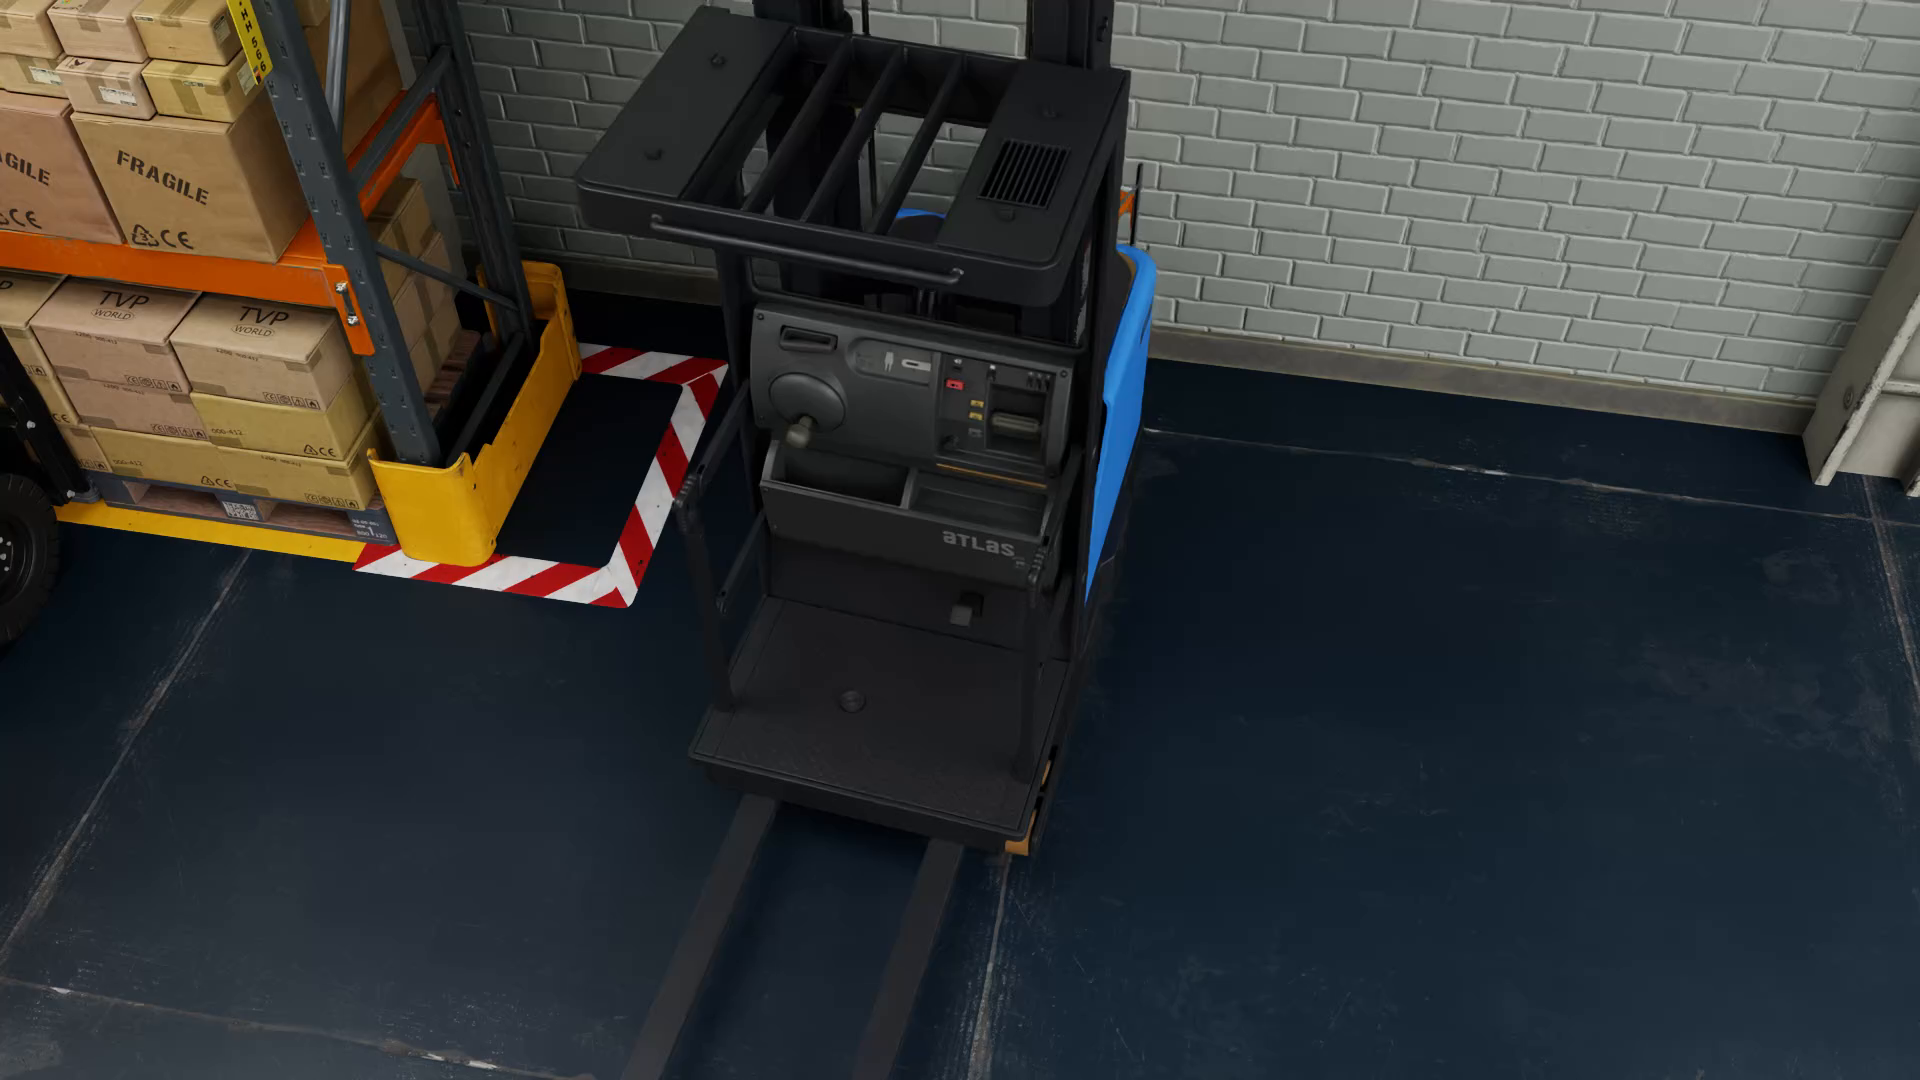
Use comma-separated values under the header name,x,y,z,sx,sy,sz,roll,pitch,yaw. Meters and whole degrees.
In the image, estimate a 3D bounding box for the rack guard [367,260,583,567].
name,x,y,z,sx,sy,sz,roll,pitch,yaw
rack guard,-1.825,-0.510,6.372,0.348,0.500,1.175,8,49,7

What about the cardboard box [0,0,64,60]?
name,x,y,z,sx,sy,sz,roll,pitch,yaw
cardboard box,-2.750,-1.616,4.982,0.250,0.149,0.380,9,49,8

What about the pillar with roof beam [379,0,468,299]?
name,x,y,z,sx,sy,sz,roll,pitch,yaw
pillar with roof beam,-3.140,-0.954,1.058,0.400,9.000,9.100,8,49,7

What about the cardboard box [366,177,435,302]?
name,x,y,z,sx,sy,sz,roll,pitch,yaw
cardboard box,-2.288,-1.106,6.121,0.500,0.250,0.500,7,48,6

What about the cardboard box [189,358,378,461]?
name,x,y,z,sx,sy,sz,roll,pitch,yaw
cardboard box,-2.384,-0.572,5.978,0.500,0.250,0.500,7,48,6

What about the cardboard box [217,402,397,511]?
name,x,y,z,sx,sy,sz,roll,pitch,yaw
cardboard box,-2.368,-0.401,6.160,0.500,0.250,0.500,8,49,7

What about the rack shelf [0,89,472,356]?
name,x,y,z,sx,sy,sz,roll,pitch,yaw
rack shelf,-3.817,-1.372,5.950,4.000,0.370,1.077,8,49,7

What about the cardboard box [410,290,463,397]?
name,x,y,z,sx,sy,sz,roll,pitch,yaw
cardboard box,-2.298,-0.778,6.499,0.500,0.250,0.500,8,49,7

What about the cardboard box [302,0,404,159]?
name,x,y,z,sx,sy,sz,roll,pitch,yaw
cardboard box,-2.287,-1.651,5.649,0.500,0.500,0.500,9,49,8

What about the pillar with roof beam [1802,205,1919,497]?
name,x,y,z,sx,sy,sz,roll,pitch,yaw
pillar with roof beam,2.765,-0.160,0.344,0.400,9.000,9.100,8,49,7

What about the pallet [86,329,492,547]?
name,x,y,z,sx,sy,sz,roll,pitch,yaw
pallet,-2.609,-0.487,6.546,1.213,0.211,1.003,8,49,7

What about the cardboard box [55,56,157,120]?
name,x,y,z,sx,sy,sz,roll,pitch,yaw
cardboard box,-2.497,-1.451,5.034,0.250,0.149,0.380,8,49,7

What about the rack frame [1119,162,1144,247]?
name,x,y,z,sx,sy,sz,roll,pitch,yaw
rack frame,0.573,-0.843,6.200,0.015,1.200,0.240,25,52,21

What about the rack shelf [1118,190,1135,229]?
name,x,y,z,sx,sy,sz,roll,pitch,yaw
rack shelf,0.367,-1.202,5.994,0.480,0.148,0.258,25,52,21

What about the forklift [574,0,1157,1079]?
name,x,y,z,sx,sy,sz,roll,pitch,yaw
forklift,-0.203,-0.302,4.551,1.130,2.935,3.031,12,49,10

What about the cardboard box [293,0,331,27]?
name,x,y,z,sx,sy,sz,roll,pitch,yaw
cardboard box,-2.137,-1.833,5.377,0.250,0.149,0.380,7,48,6

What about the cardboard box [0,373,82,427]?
name,x,y,z,sx,sy,sz,roll,pitch,yaw
cardboard box,-3.387,-0.700,6.092,0.500,0.250,0.500,7,48,6

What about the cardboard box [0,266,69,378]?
name,x,y,z,sx,sy,sz,roll,pitch,yaw
cardboard box,-3.360,-0.859,5.899,0.500,0.250,0.500,8,49,7

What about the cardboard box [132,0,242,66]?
name,x,y,z,sx,sy,sz,roll,pitch,yaw
cardboard box,-2.239,-1.591,4.960,0.250,0.149,0.380,8,49,7

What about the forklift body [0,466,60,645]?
name,x,y,z,sx,sy,sz,roll,pitch,yaw
forklift body,-4.040,0.020,4.786,1.214,2.155,2.313,8,49,7

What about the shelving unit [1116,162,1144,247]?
name,x,y,z,sx,sy,sz,roll,pitch,yaw
shelving unit,0.366,-0.938,6.286,0.503,1.200,0.258,25,52,21

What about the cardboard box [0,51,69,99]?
name,x,y,z,sx,sy,sz,roll,pitch,yaw
cardboard box,-2.741,-1.531,5.105,0.250,0.149,0.380,8,49,8

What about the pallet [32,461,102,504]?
name,x,y,z,sx,sy,sz,roll,pitch,yaw
pallet,-3.806,-0.650,6.692,1.213,0.211,1.003,8,49,7

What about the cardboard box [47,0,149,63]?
name,x,y,z,sx,sy,sz,roll,pitch,yaw
cardboard box,-2.487,-1.601,4.969,0.250,0.149,0.380,8,49,7

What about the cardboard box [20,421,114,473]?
name,x,y,z,sx,sy,sz,roll,pitch,yaw
cardboard box,-3.346,-0.546,6.290,0.500,0.250,0.500,8,49,7

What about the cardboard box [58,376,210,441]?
name,x,y,z,sx,sy,sz,roll,pitch,yaw
cardboard box,-2.875,-0.647,6.045,0.500,0.250,0.500,7,48,6

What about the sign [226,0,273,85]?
name,x,y,z,sx,sy,sz,roll,pitch,yaw
sign,-1.959,-1.419,4.571,0.005,0.325,0.100,8,49,7

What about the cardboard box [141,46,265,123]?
name,x,y,z,sx,sy,sz,roll,pitch,yaw
cardboard box,-2.240,-1.439,5.023,0.250,0.149,0.380,8,49,7

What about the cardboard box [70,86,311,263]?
name,x,y,z,sx,sy,sz,roll,pitch,yaw
cardboard box,-2.380,-1.255,5.294,0.500,0.500,0.500,7,48,6

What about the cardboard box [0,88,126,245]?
name,x,y,z,sx,sy,sz,roll,pitch,yaw
cardboard box,-2.889,-1.330,5.361,0.500,0.500,0.500,9,49,8

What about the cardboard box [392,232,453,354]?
name,x,y,z,sx,sy,sz,roll,pitch,yaw
cardboard box,-2.275,-0.951,6.318,0.500,0.250,0.500,8,49,8

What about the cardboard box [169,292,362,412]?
name,x,y,z,sx,sy,sz,roll,pitch,yaw
cardboard box,-2.358,-0.737,5.789,0.500,0.250,0.500,9,49,8

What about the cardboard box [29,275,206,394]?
name,x,y,z,sx,sy,sz,roll,pitch,yaw
cardboard box,-2.861,-0.800,5.846,0.500,0.250,0.500,8,49,8

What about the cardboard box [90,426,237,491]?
name,x,y,z,sx,sy,sz,roll,pitch,yaw
cardboard box,-2.855,-0.473,6.225,0.500,0.250,0.500,8,49,7

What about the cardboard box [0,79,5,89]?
name,x,y,z,sx,sy,sz,roll,pitch,yaw
cardboard box,-2.983,-1.572,5.142,0.250,0.149,0.380,7,48,7

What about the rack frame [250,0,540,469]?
name,x,y,z,sx,sy,sz,roll,pitch,yaw
rack frame,-1.849,-1.348,5.445,0.127,3.000,1.000,8,49,7
